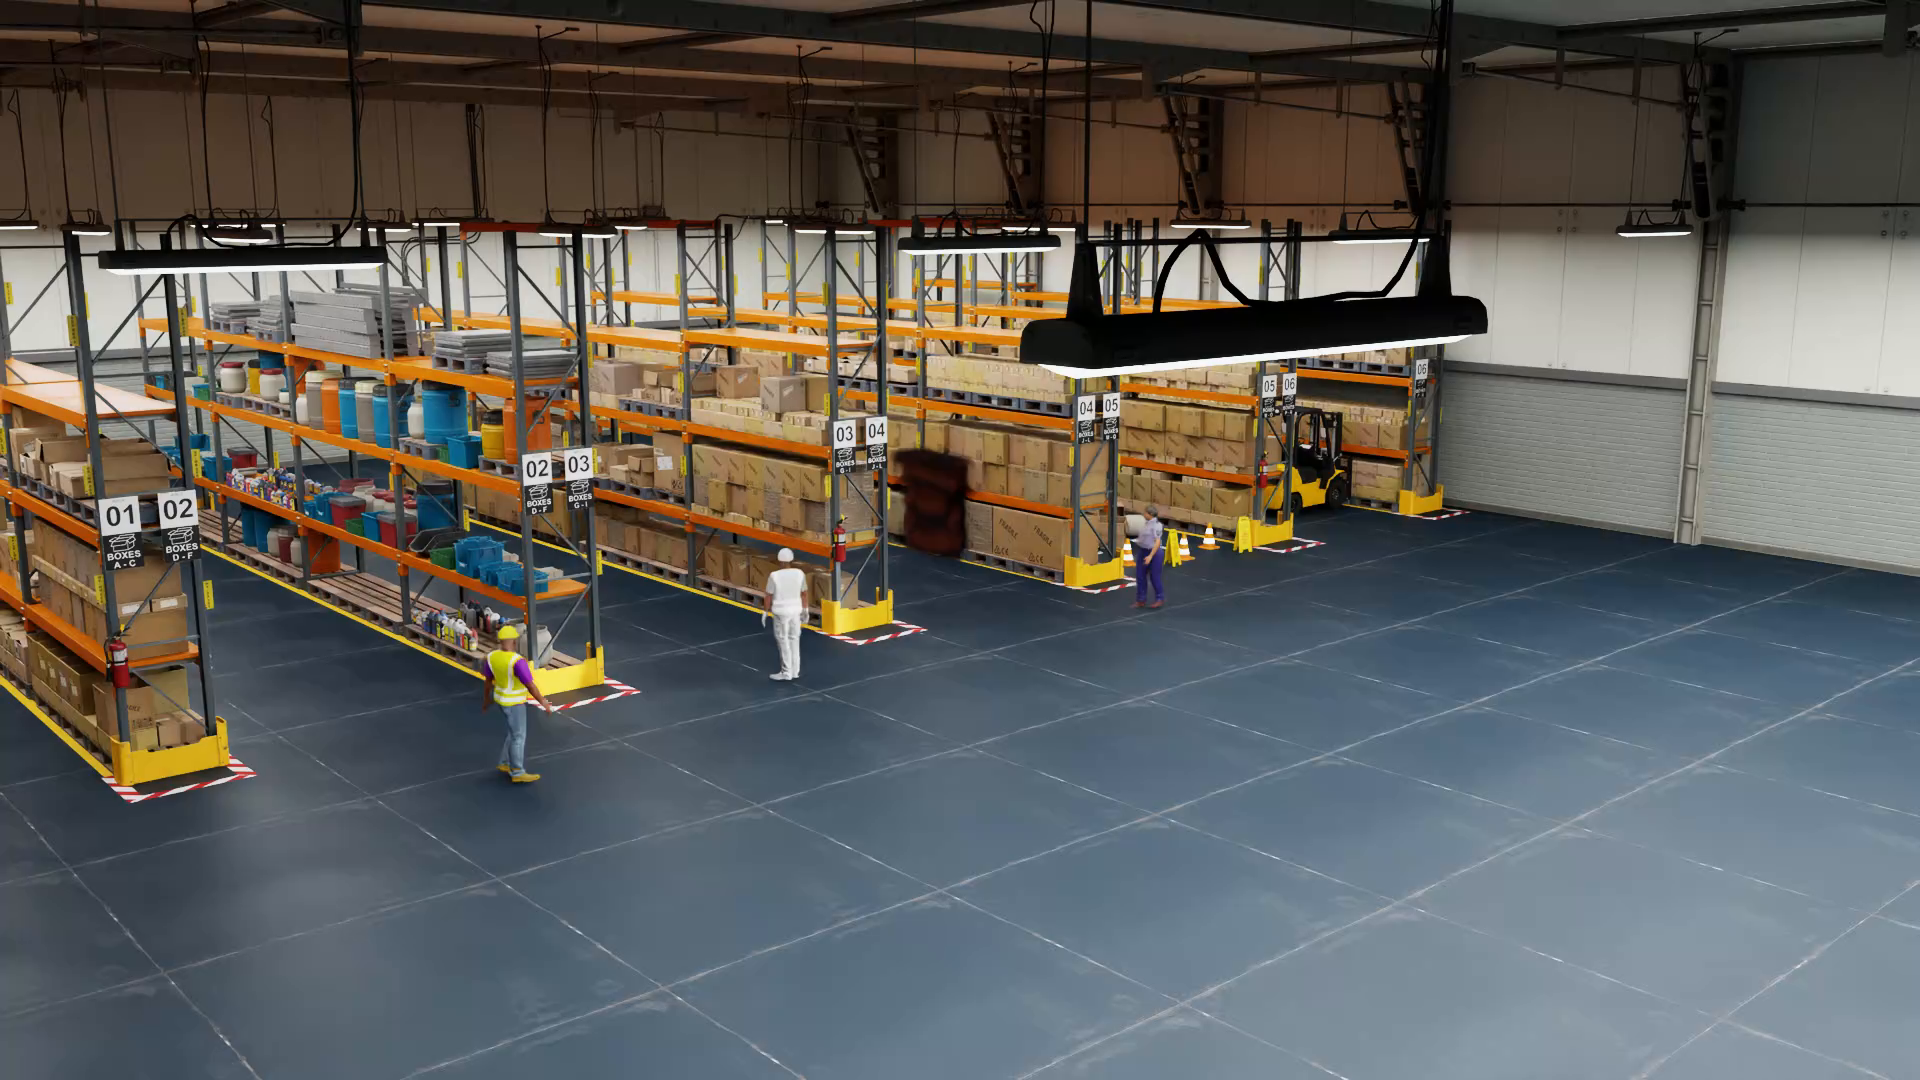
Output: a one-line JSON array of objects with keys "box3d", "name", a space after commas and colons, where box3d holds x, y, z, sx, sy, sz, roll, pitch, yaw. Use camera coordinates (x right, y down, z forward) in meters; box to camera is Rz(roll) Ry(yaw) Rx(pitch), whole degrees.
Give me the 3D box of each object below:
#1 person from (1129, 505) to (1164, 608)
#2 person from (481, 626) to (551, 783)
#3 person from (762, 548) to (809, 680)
[{"box3d": [3.006, 0.278, 26.406, 0.517, 1.679, 0.490, -11, 16, -43], "name": "person"}, {"box3d": [-4.925, 1.806, 18.465, 0.608, 1.776, 0.632, -8, 14, -35], "name": "person"}, {"box3d": [-2.342, 1.003, 22.427, 0.636, 1.813, 0.388, -6, 13, -28], "name": "person"}]
